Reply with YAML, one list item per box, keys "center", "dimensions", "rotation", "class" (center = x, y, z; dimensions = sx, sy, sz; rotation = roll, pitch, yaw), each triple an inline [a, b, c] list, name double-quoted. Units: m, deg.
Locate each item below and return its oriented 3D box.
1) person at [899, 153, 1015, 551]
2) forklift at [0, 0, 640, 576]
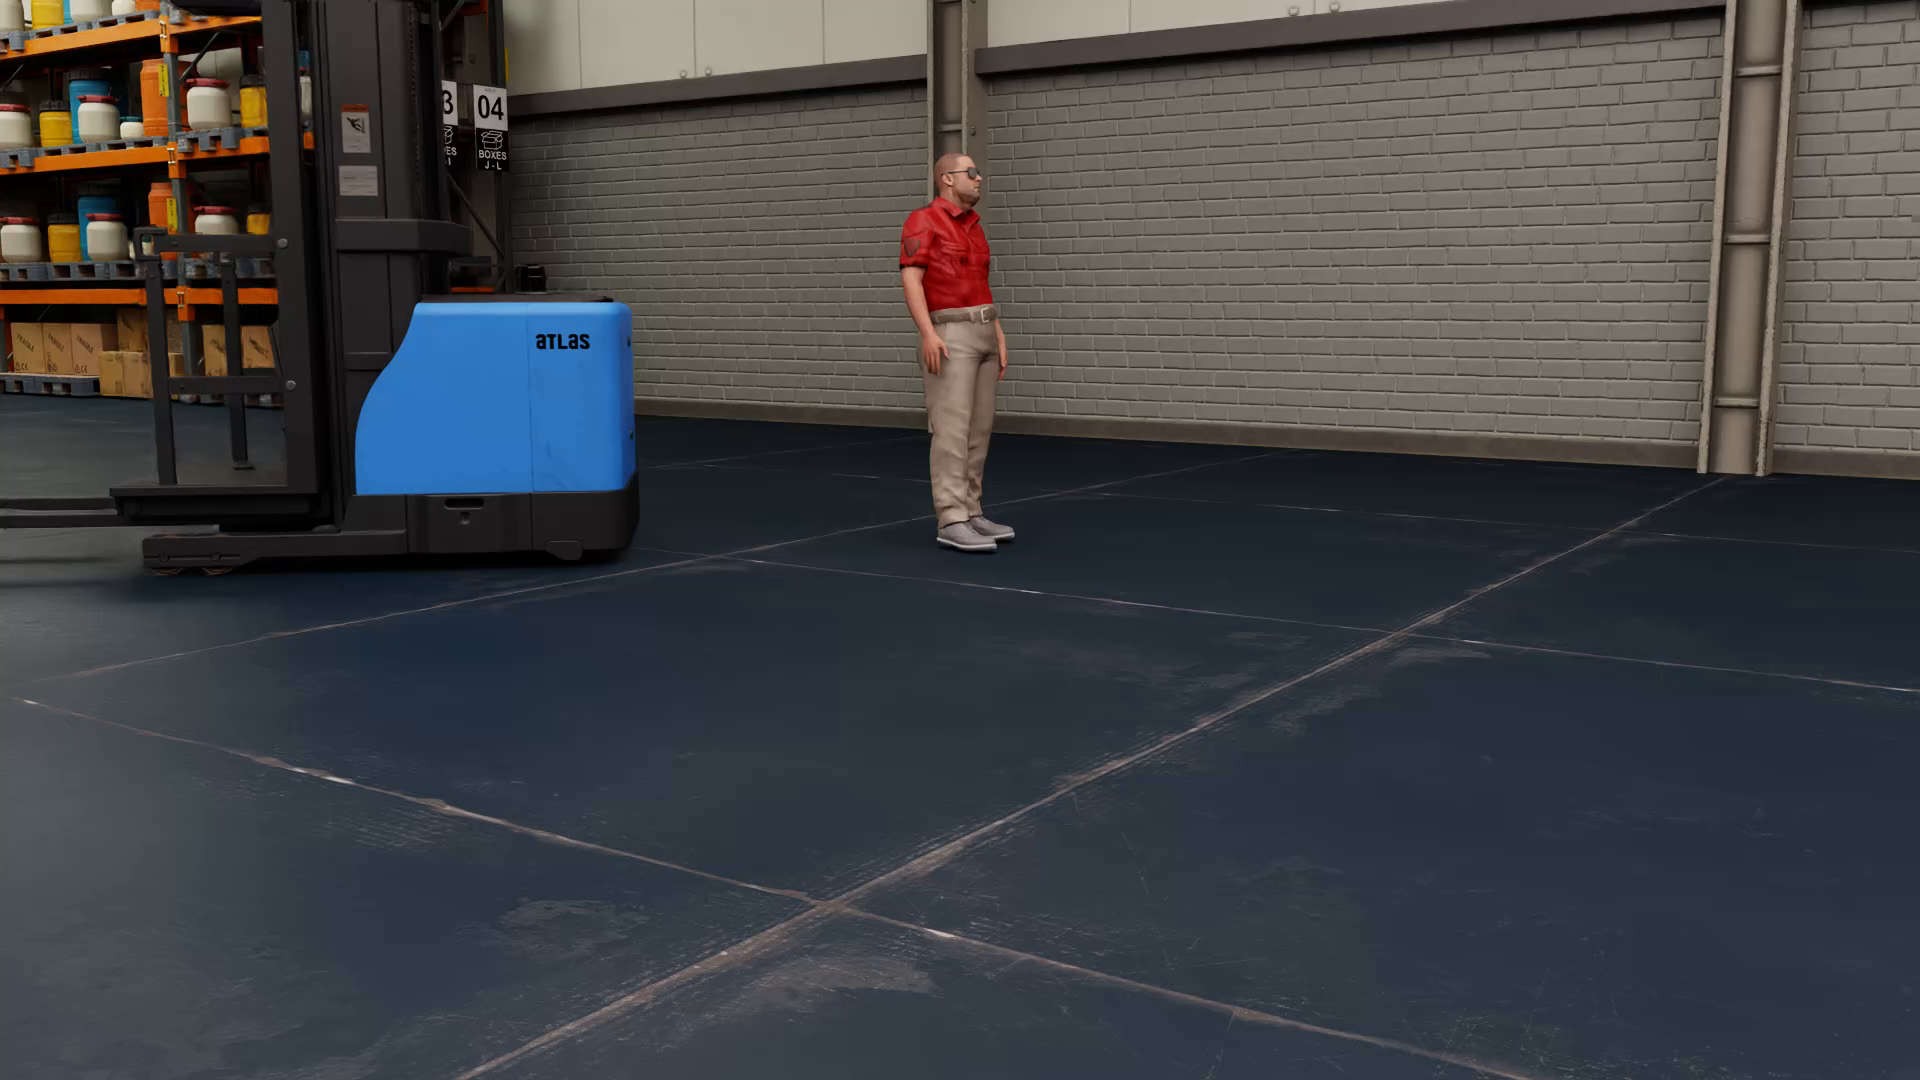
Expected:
- center: [0.068, -0.854, 7.421]
  dimensions: [0.551, 1.727, 0.640]
  rotation: [5, 10, 34]
  class: "person"
- center: [-2.938, -1.387, 6.945]
  dimensions: [3.031, 2.935, 1.130]
  rotation: [-1, 8, -8]
  class: "forklift"
